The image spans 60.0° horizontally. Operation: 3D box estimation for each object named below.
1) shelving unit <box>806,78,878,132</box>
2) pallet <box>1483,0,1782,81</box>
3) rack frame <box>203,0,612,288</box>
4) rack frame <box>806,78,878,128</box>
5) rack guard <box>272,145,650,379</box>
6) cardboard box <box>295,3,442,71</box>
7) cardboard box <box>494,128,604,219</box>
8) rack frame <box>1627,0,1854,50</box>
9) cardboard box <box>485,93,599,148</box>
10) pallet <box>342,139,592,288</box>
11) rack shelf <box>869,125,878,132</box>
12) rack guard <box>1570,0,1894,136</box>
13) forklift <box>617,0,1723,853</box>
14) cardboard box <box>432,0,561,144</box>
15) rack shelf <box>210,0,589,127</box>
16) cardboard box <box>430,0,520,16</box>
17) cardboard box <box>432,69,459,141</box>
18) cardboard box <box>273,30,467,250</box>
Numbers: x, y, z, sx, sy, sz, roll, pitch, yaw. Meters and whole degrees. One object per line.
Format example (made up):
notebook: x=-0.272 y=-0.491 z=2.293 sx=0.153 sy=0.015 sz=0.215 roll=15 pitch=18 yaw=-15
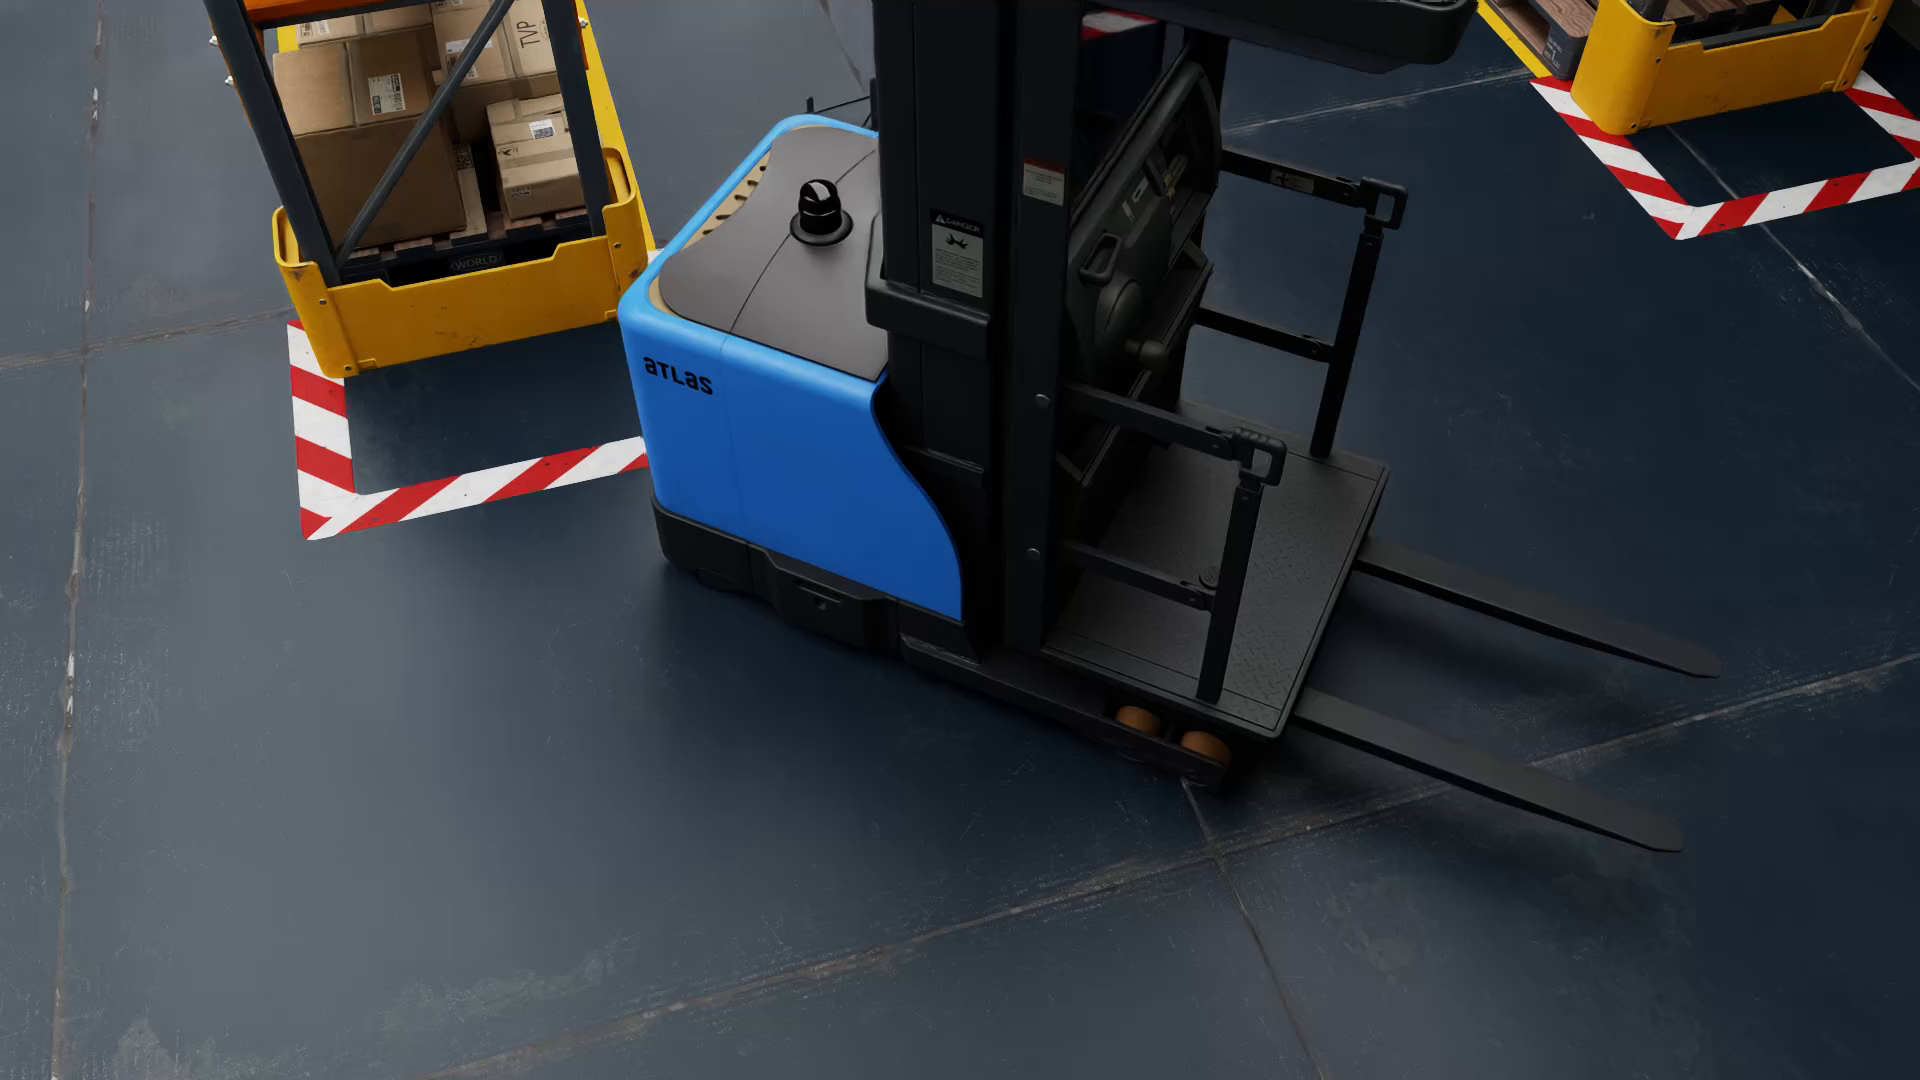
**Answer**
shelving unit: x=-0.331 y=-1.076 z=5.568 sx=0.258 sy=0.900 sz=0.210 roll=-21 pitch=53 yaw=-17
pallet: x=2.761 y=-2.501 z=7.221 sx=1.003 sy=0.211 sz=1.213 roll=-13 pitch=51 yaw=-11
rack frame: x=-1.659 y=-1.711 z=4.731 sx=1.000 sy=3.000 sz=0.127 roll=-13 pitch=51 yaw=-11
rack frame: x=-0.377 y=-1.145 z=5.627 sx=0.240 sy=0.900 sz=0.006 roll=-21 pitch=53 yaw=-17
rack guard: x=-1.681 y=-0.961 z=5.733 sx=1.175 sy=0.500 sz=0.348 roll=-13 pitch=51 yaw=-11
cardboard box: x=-2.307 y=-2.009 z=6.492 sx=0.500 sy=0.250 sz=0.500 roll=-13 pitch=51 yaw=-11
cardboard box: x=-1.454 y=-1.318 z=5.976 sx=0.380 sy=0.149 sz=0.250 roll=-13 pitch=51 yaw=-11
rack frame: x=3.072 y=-2.834 z=5.677 sx=1.000 sy=3.000 sz=0.127 roll=-13 pitch=51 yaw=-11
cardboard box: x=-1.528 y=-1.506 z=6.123 sx=0.380 sy=0.166 sz=0.250 roll=-13 pitch=51 yaw=-11
pallet: x=-1.918 y=-1.450 z=6.334 sx=1.003 sy=0.211 sz=1.213 roll=-13 pitch=51 yaw=-11
rack shelf: x=-0.331 y=-1.228 z=5.387 sx=0.258 sy=0.077 sz=0.200 roll=-21 pitch=53 yaw=-17
rack guard: x=3.079 y=-2.011 z=6.618 sx=1.175 sy=0.500 sz=0.348 roll=-13 pitch=51 yaw=-11
forklift: x=0.631 y=-0.722 z=3.942 sx=3.031 sy=2.935 sz=1.130 roll=20 pitch=53 yaw=16
cardboard box: x=-1.696 y=-1.793 z=6.310 sx=0.500 sy=0.250 sz=0.500 roll=-13 pitch=51 yaw=-11
rack shelf: x=-2.250 y=-2.940 z=6.237 sx=1.077 sy=0.370 sz=4.000 roll=-13 pitch=51 yaw=-11
cardboard box: x=-1.844 y=-2.158 z=6.618 sx=0.500 sy=0.250 sz=0.500 roll=-13 pitch=51 yaw=-11
cardboard box: x=-2.089 y=-1.597 z=6.200 sx=0.380 sy=0.166 sz=0.250 roll=-13 pitch=51 yaw=-11
cardboard box: x=-2.055 y=-1.389 z=5.806 sx=0.500 sy=0.500 sz=0.500 roll=-13 pitch=51 yaw=-11
